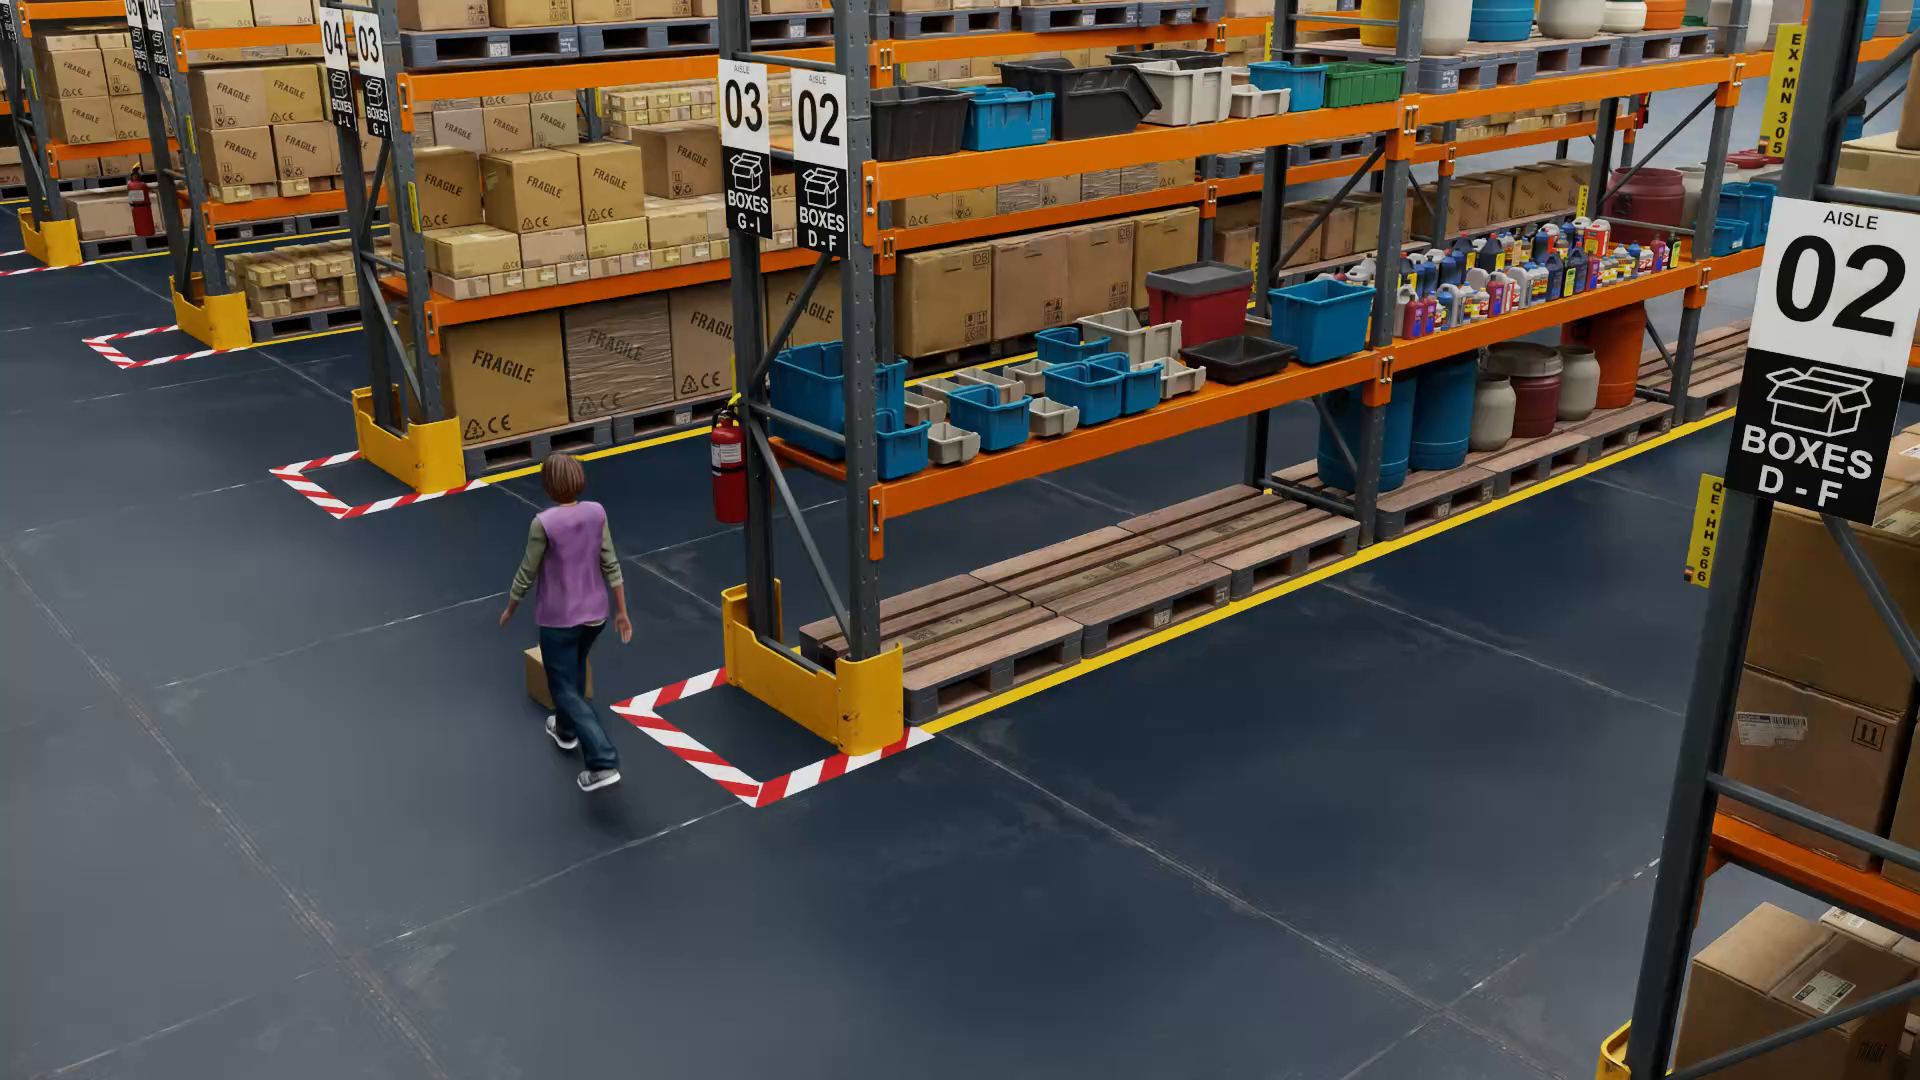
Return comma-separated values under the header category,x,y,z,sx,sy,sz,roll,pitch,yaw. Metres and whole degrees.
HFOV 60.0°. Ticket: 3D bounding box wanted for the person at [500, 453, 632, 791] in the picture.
category,x,y,z,sx,sy,sz,roll,pitch,yaw
person,-1.791,0.356,7.655,0.489,1.550,0.921,-18,28,-39
